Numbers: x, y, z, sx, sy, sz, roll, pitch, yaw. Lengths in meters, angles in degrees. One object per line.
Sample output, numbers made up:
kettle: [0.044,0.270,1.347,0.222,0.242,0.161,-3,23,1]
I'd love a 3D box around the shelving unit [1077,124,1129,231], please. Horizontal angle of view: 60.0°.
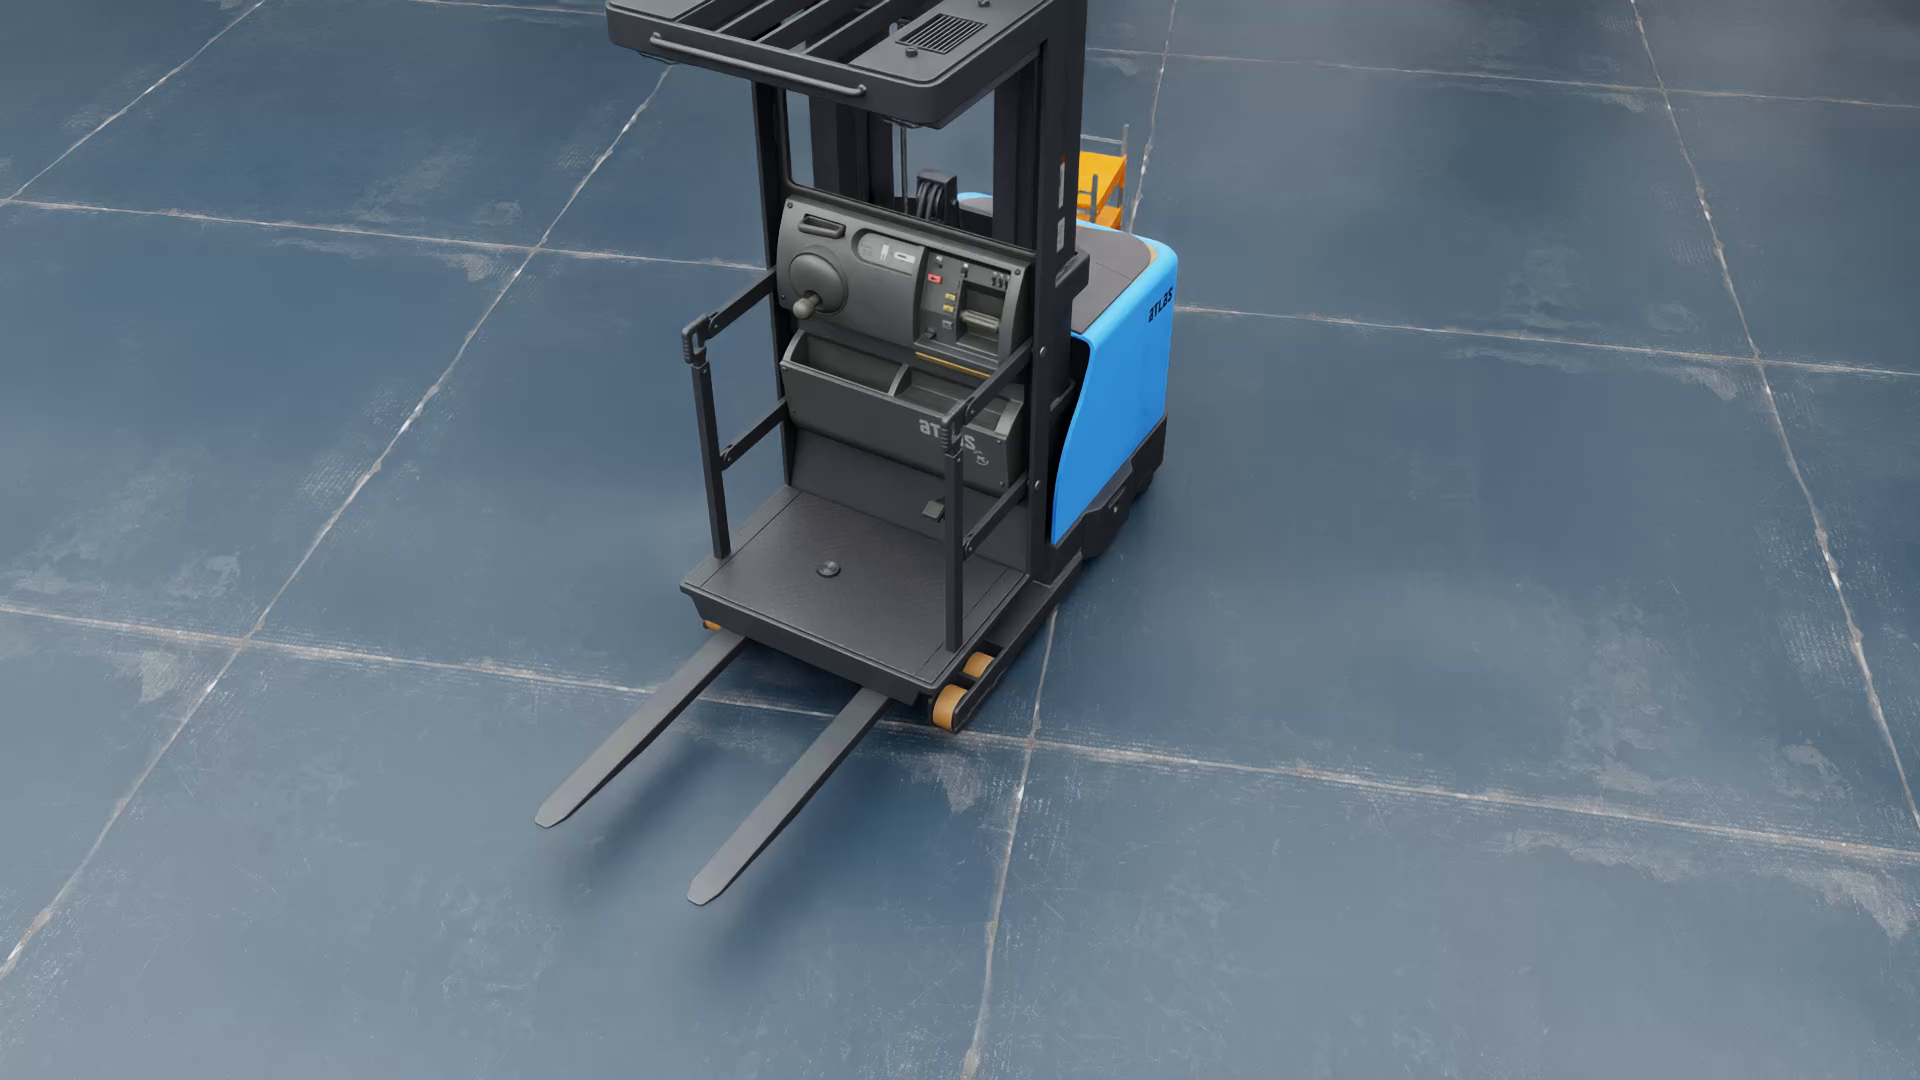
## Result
shelving unit: [0.507,-1.154,7.198,0.258,1.200,0.503,13,41,14]

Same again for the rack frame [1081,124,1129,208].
rack frame: [0.586,-1.299,7.378,0.240,1.200,0.015,13,41,14]

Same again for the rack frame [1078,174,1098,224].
rack frame: [0.428,-1.010,7.018,0.240,1.200,0.015,13,41,14]

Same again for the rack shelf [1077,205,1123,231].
rack shelf: [0.509,-1.276,7.099,0.258,0.148,0.480,13,41,14]

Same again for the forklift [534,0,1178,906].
forklift: [-0.314,-0.786,5.400,1.130,2.935,3.031,20,44,23]

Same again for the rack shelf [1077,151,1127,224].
rack shelf: [0.512,-1.459,6.950,0.258,0.148,0.480,13,41,14]
